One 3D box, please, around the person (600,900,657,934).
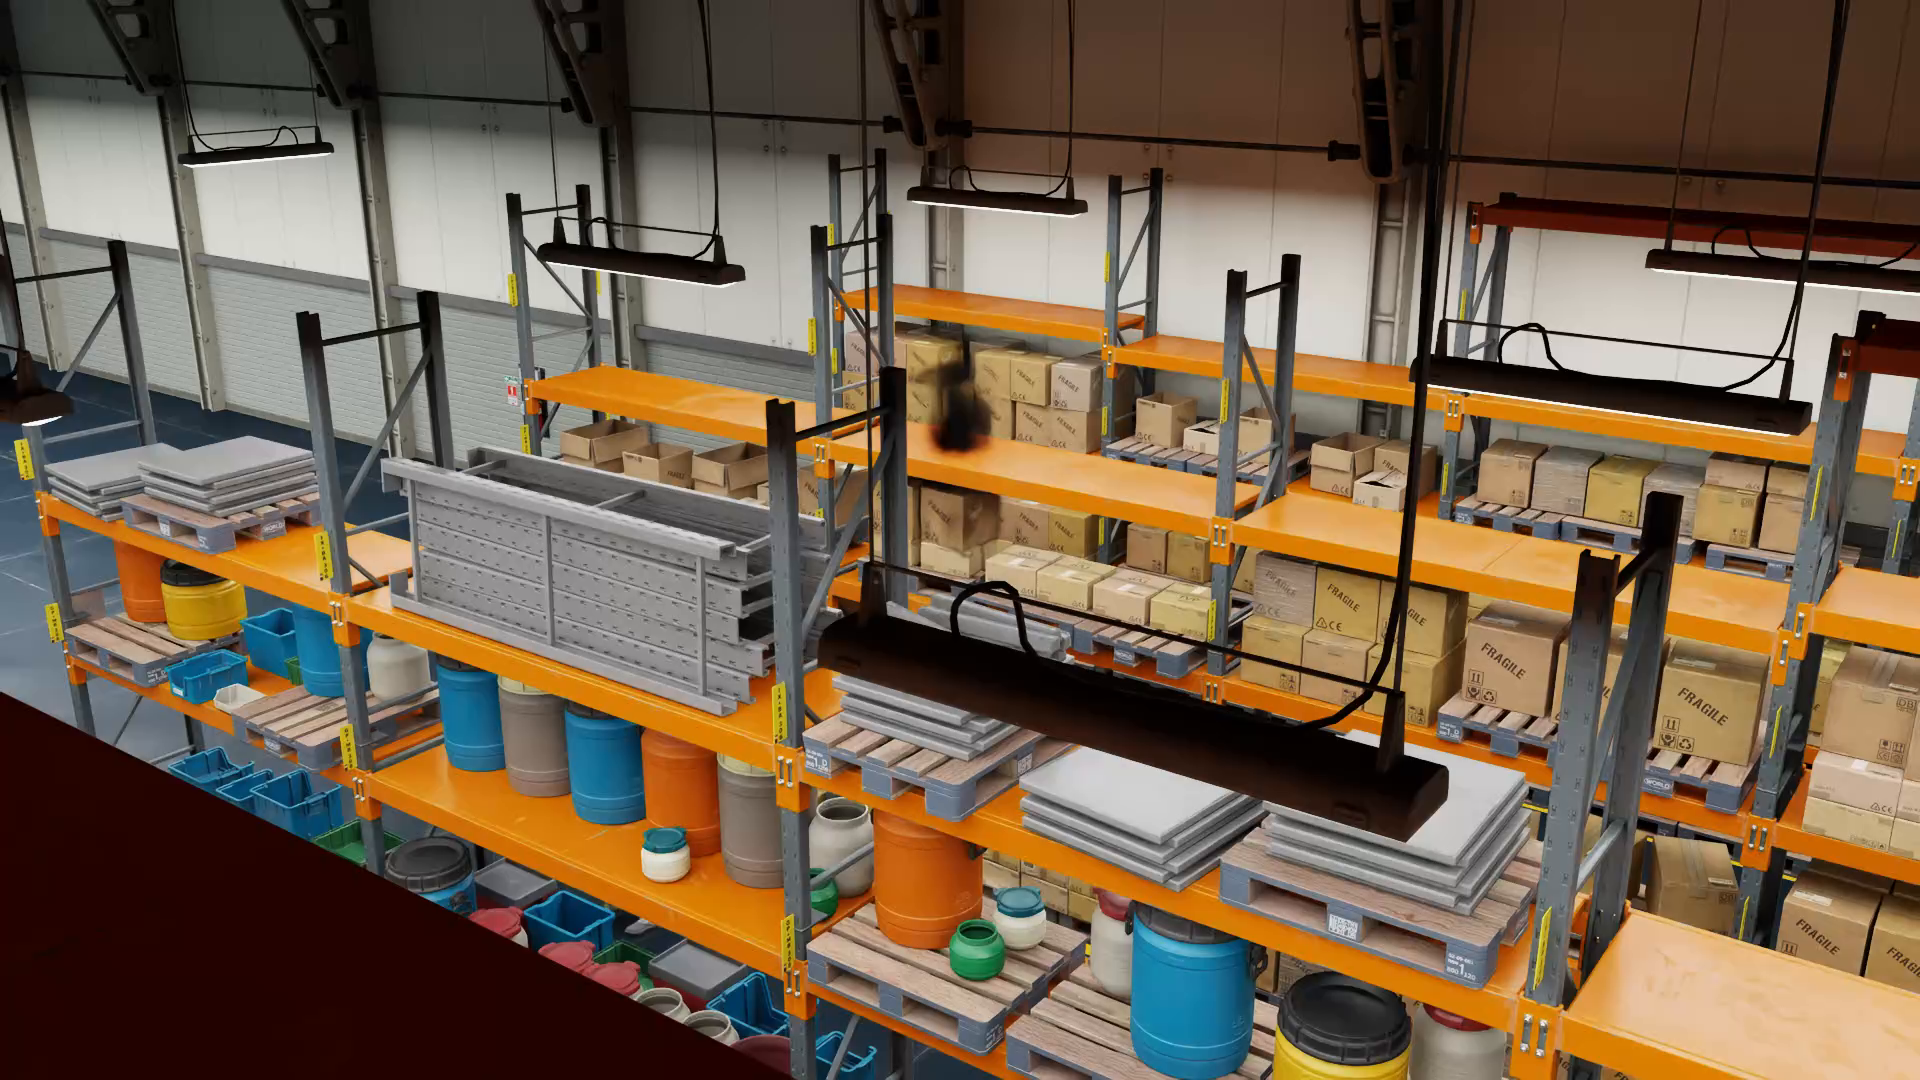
[{"bbox_3d":[-3.145,2.618,14.669,0.811,1.737,0.675,-5,19,-13],"label":"person"}]
